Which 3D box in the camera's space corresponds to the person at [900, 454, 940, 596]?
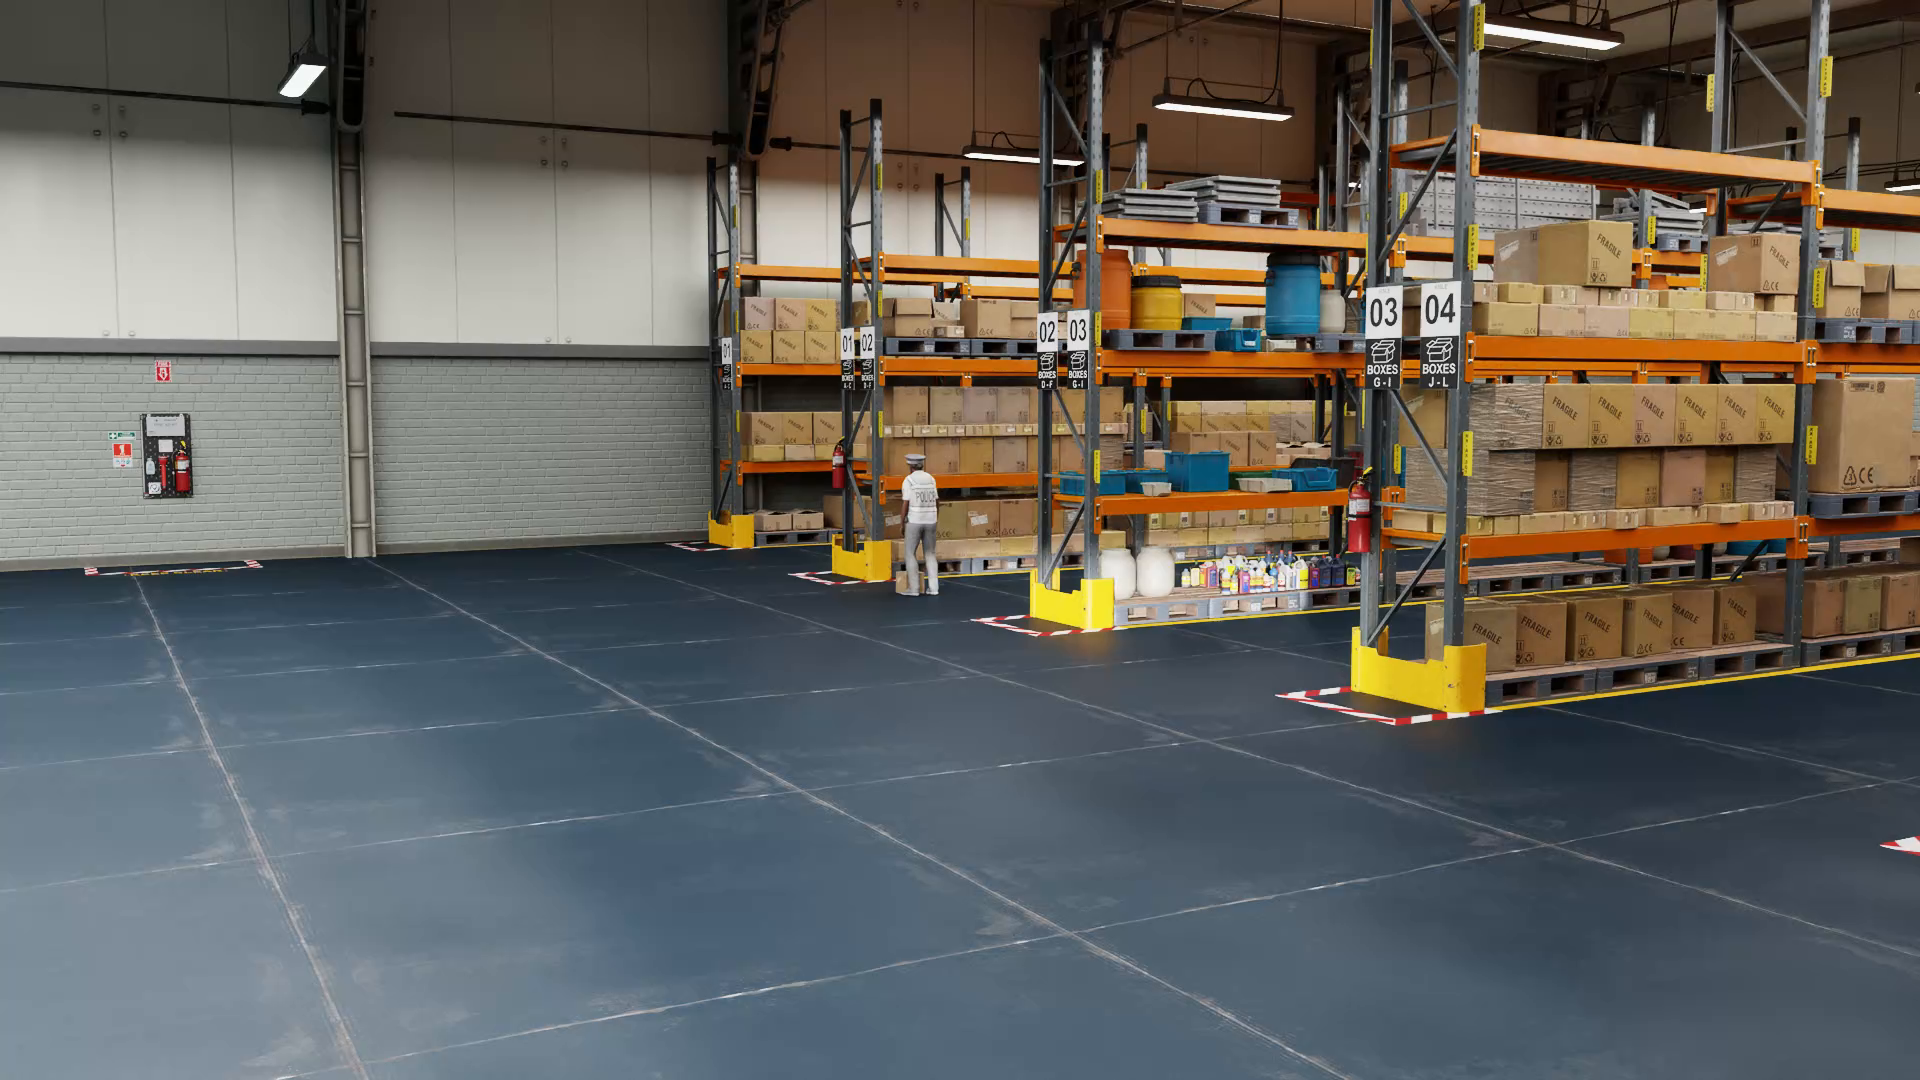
[{"bbox_3d":[-0.468,-0.178,19.486,0.505,1.659,0.392,-3,6,-28],"label":"person"}]
